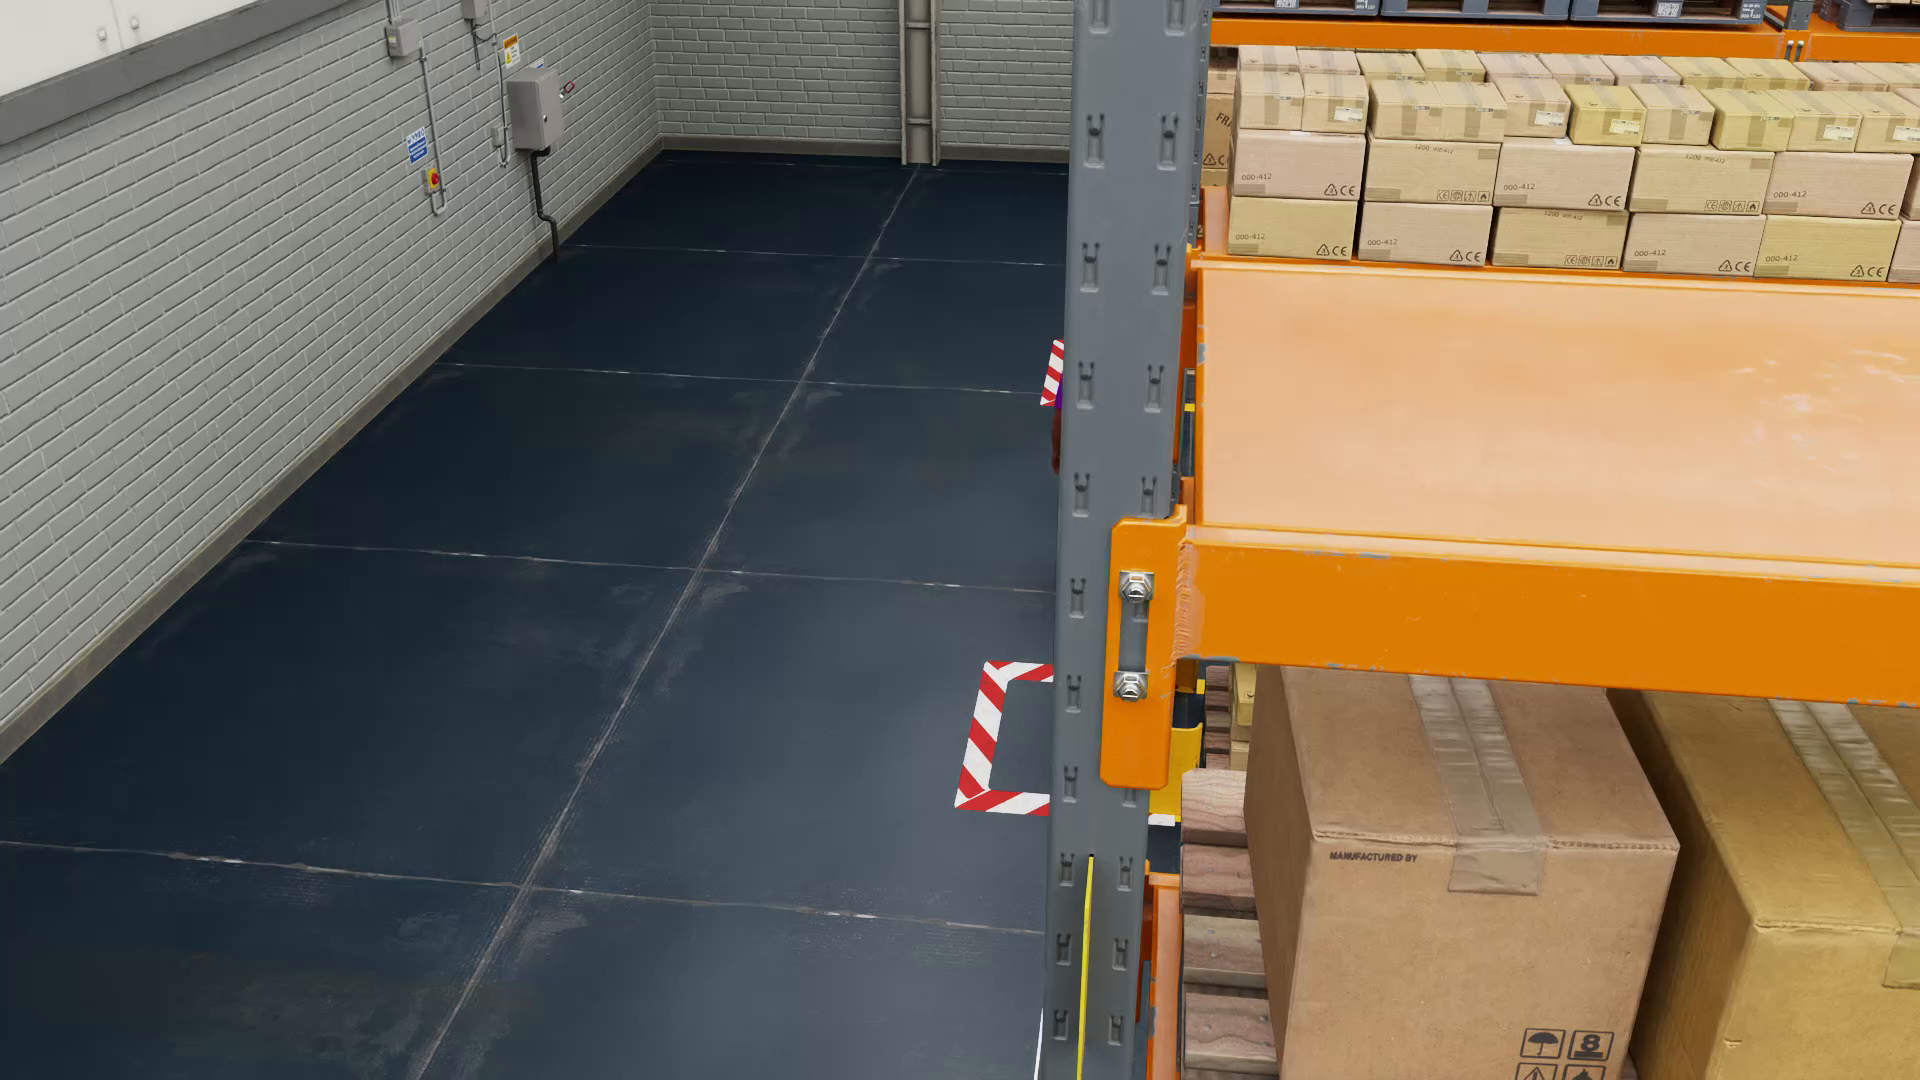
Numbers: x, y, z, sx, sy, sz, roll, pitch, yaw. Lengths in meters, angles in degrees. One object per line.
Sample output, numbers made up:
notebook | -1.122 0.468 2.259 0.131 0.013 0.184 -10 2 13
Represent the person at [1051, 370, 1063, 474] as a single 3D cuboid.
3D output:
person | 0.848 -0.516 9.679 0.635 1.761 0.455 2 28 4
